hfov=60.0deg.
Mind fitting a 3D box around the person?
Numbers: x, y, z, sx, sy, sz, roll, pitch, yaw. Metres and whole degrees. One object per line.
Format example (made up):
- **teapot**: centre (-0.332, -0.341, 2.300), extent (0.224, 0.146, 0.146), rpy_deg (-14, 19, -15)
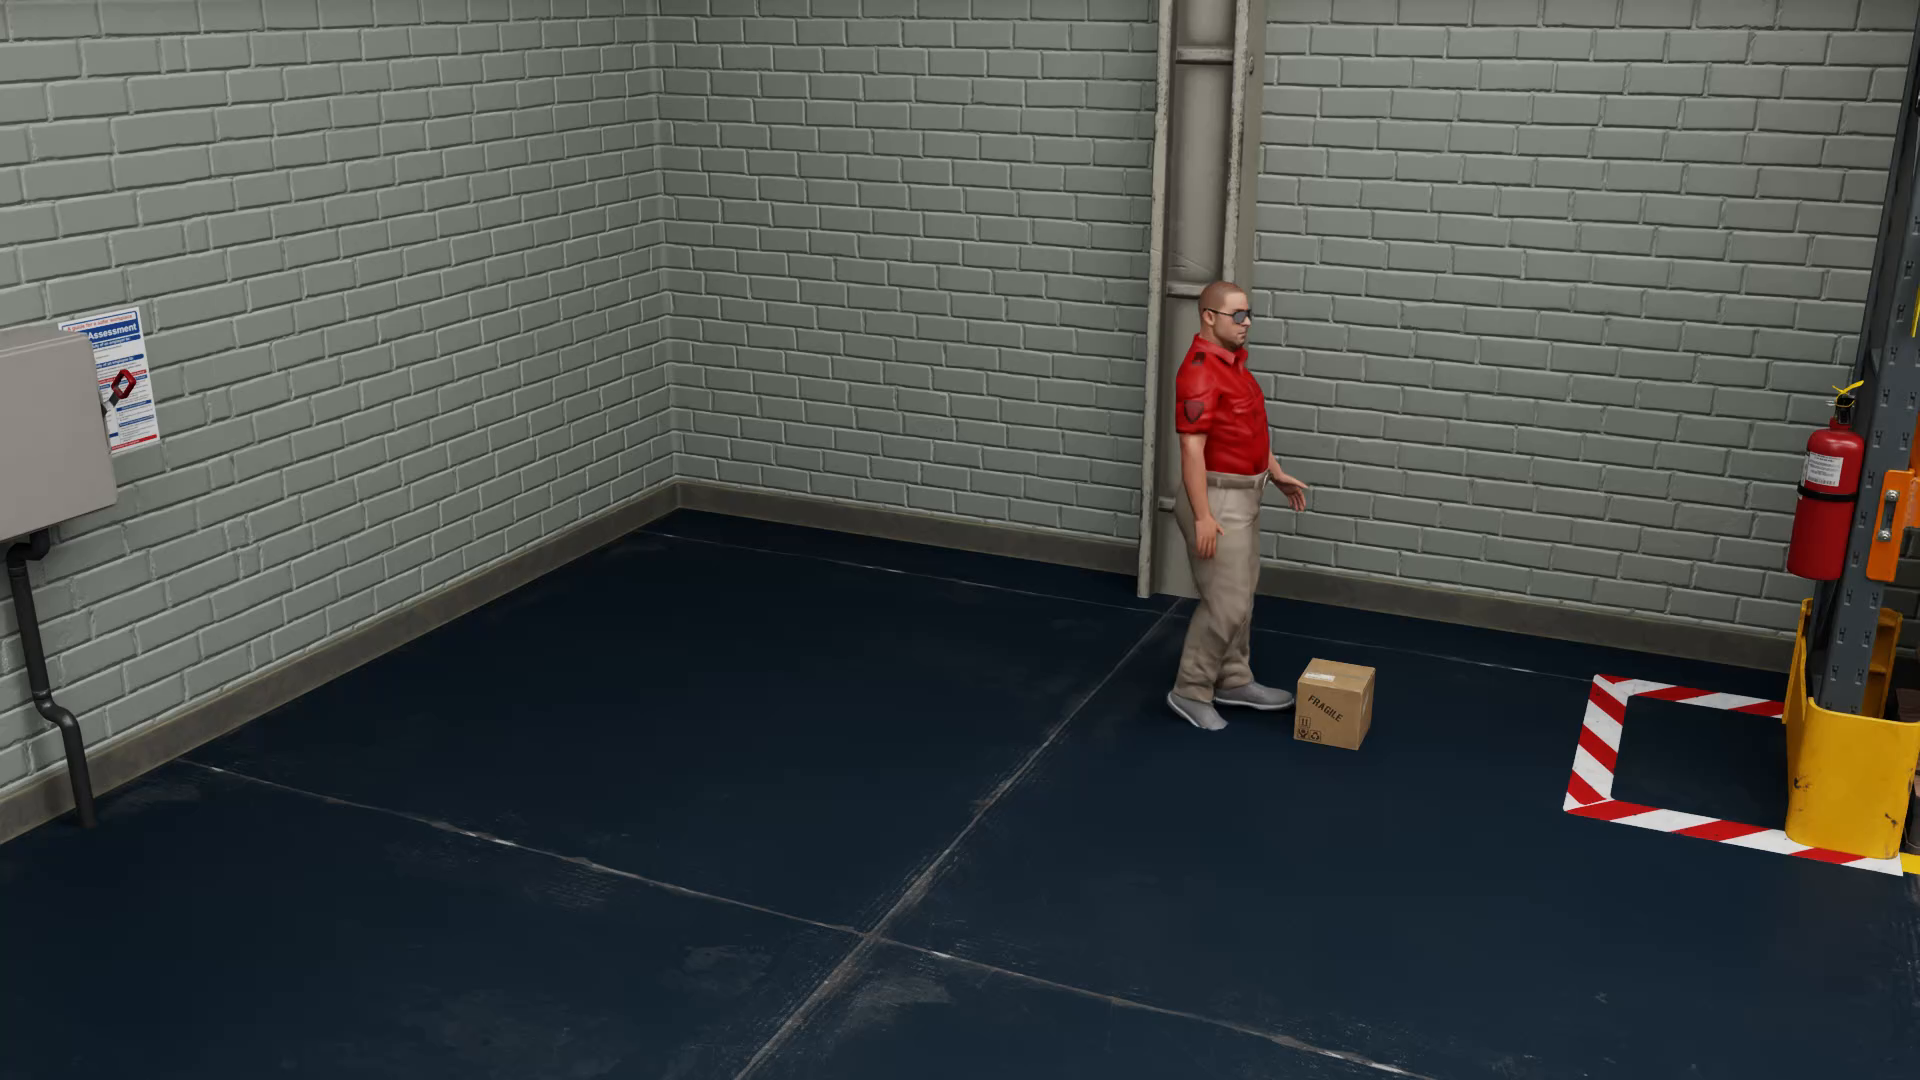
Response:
- **person**: centre (1.089, -0.094, 6.463), extent (0.488, 1.812, 0.610), rpy_deg (6, 20, 18)
